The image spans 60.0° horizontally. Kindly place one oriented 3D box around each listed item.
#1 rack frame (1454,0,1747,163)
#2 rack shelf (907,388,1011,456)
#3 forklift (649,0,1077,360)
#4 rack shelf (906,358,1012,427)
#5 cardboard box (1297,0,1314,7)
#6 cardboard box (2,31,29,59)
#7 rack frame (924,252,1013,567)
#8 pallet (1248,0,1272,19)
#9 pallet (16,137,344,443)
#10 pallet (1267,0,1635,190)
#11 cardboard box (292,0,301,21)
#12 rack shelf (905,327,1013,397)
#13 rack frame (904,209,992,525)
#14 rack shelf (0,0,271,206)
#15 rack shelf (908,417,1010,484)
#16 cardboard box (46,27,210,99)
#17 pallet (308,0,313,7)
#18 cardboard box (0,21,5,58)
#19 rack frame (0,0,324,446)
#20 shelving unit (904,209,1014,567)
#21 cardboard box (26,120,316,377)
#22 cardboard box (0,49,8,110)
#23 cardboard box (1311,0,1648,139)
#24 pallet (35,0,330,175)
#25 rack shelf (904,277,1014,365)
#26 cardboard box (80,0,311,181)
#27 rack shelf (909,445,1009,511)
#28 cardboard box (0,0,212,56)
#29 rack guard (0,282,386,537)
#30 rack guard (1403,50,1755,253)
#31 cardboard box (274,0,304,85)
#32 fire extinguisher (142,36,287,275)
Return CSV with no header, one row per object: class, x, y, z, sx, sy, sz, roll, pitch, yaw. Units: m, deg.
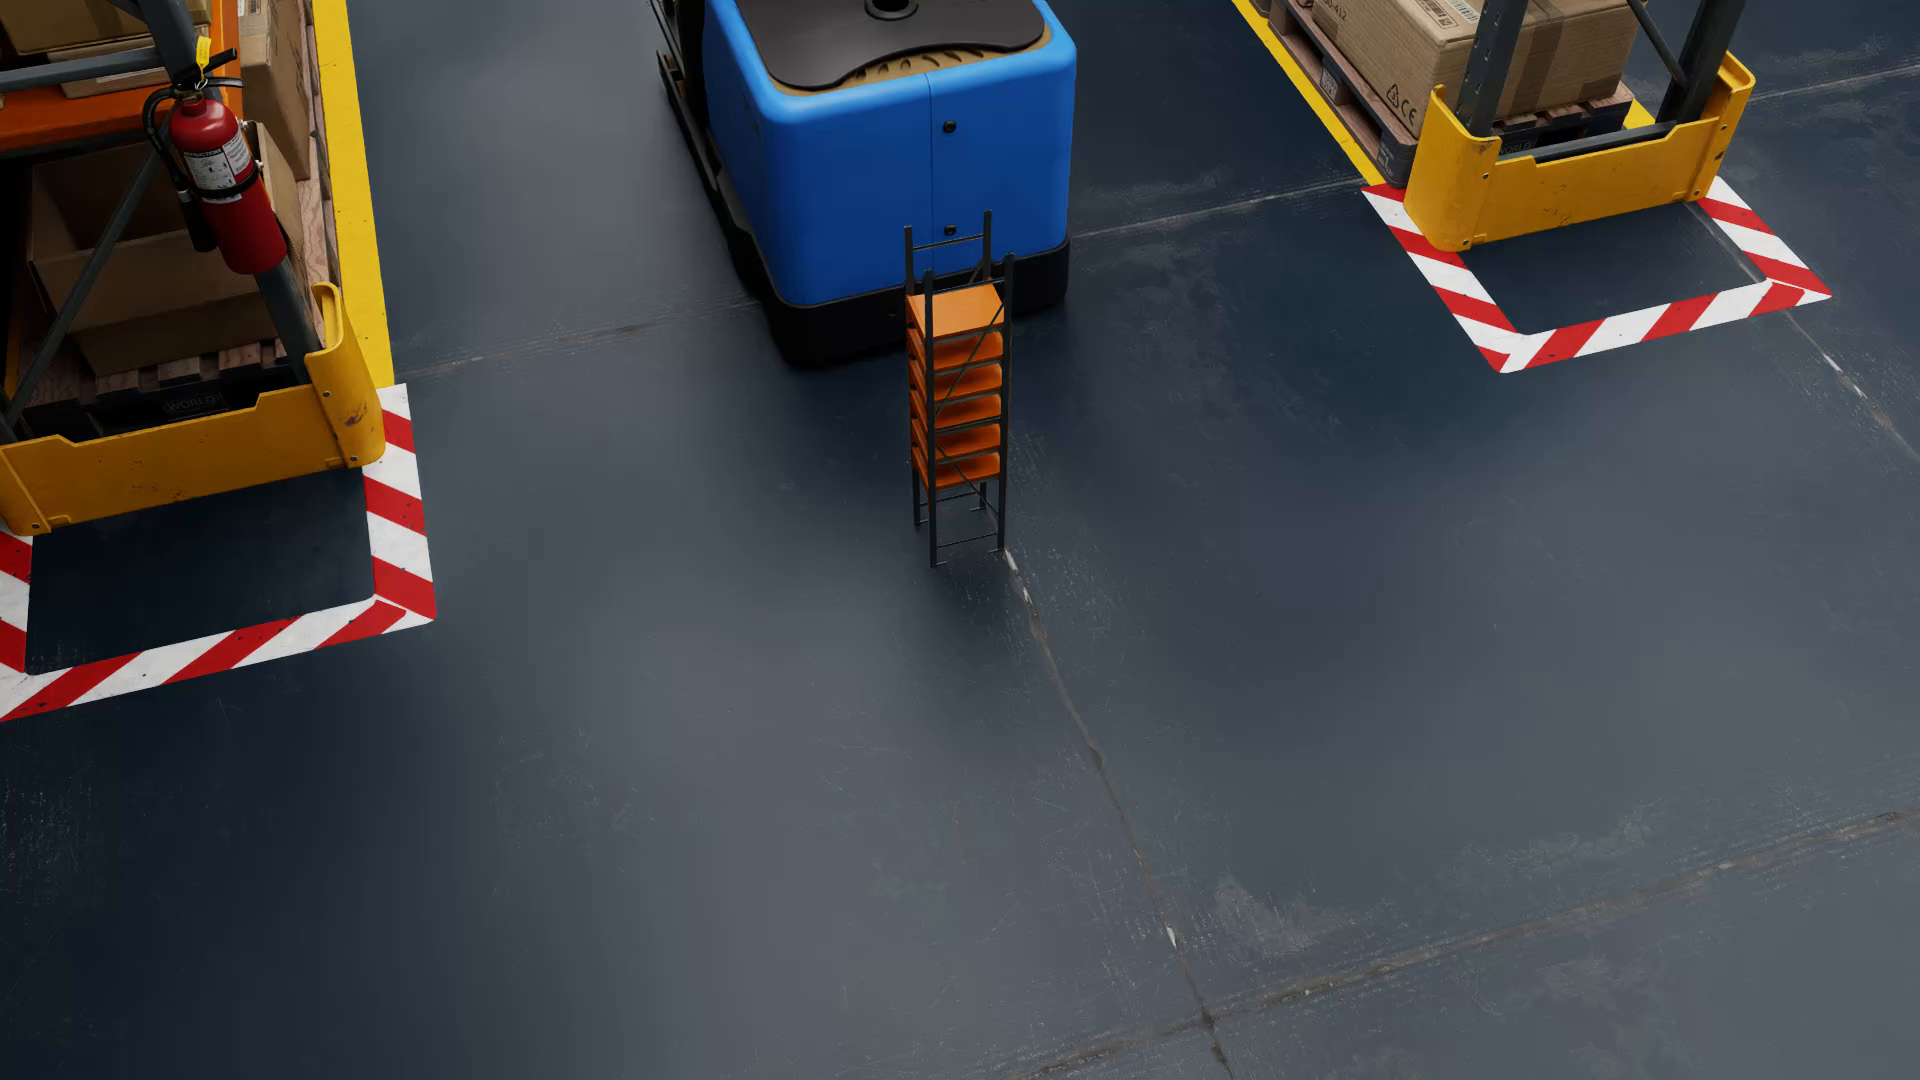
rack frame,2.269,-2.291,5.220,1.000,3.000,0.127,-13,51,-11
rack shelf,-0.004,-0.369,4.834,0.258,0.103,0.180,-13,51,-11
forklift,-0.583,-2.713,5.620,1.130,2.935,3.031,-15,51,-12
rack shelf,-0.004,-0.446,4.742,0.258,0.103,0.180,-13,51,-11
cardboard box,1.700,-2.727,6.988,0.875,0.438,0.875,-12,51,-10
cardboard box,-2.842,-1.466,4.688,0.380,0.149,0.250,-12,51,-10
rack frame,0.023,-0.330,4.744,0.240,1.200,0.006,-13,51,-11
pallet,1.601,-2.848,7.513,1.003,0.211,1.213,-13,51,-11
pallet,-2.731,-0.905,5.875,1.003,0.211,1.213,-13,51,-11
pallet,1.958,-1.959,6.763,1.003,0.211,1.213,-13,51,-11
cardboard box,-3.085,-2.355,6.634,0.700,0.500,0.500,-15,52,-12
rack shelf,-0.004,-0.523,4.651,0.258,0.103,0.180,-13,51,-11
rack frame,-0.031,-0.464,4.857,0.240,1.200,0.006,-13,51,-11
rack shelf,-3.063,-2.395,5.778,1.077,0.370,4.000,-13,51,-11
rack shelf,-0.004,-0.291,4.926,0.258,0.103,0.180,-13,51,-11
cardboard box,-2.307,-1.388,4.622,0.380,0.149,0.250,-14,51,-11
pallet,-3.452,-2.687,7.377,1.003,0.211,1.213,-13,51,-11
cardboard box,-2.861,-1.490,4.448,0.500,0.250,0.500,-12,51,-10
rack frame,-2.472,-1.166,4.271,1.000,3.000,0.127,-13,51,-11
shelving unit,-0.004,-0.397,4.800,0.258,1.200,0.189,-13,51,-11
cardboard box,-2.562,-0.965,5.460,0.797,0.503,0.637,-15,52,-12
cardboard box,-2.826,-1.267,4.520,0.380,0.149,0.250,-14,51,-11
cardboard box,1.978,-2.060,6.426,0.875,0.438,0.875,-15,51,-12
pallet,-3.088,-1.794,6.625,1.003,0.211,1.213,-13,51,-11
rack shelf,-0.004,-0.601,4.559,0.258,0.103,0.180,-13,51,-11
cardboard box,-2.778,-1.597,5.995,0.700,0.500,0.500,-11,51,-9
rack shelf,-0.004,-0.214,5.018,0.258,0.103,0.180,-13,51,-11
cardboard box,-2.348,-1.606,4.546,0.500,0.250,0.500,-13,51,-11
rack guard,-2.494,-0.416,5.274,1.175,0.500,0.348,-13,51,-11
rack guard,2.276,-1.468,6.161,1.175,0.500,0.348,-13,51,-11
cardboard box,-2.838,-2.006,6.339,0.500,0.500,0.500,-12,51,-10
fire extinguisher,-1.987,-1.018,4.441,0.296,0.674,0.183,-13,51,-11
